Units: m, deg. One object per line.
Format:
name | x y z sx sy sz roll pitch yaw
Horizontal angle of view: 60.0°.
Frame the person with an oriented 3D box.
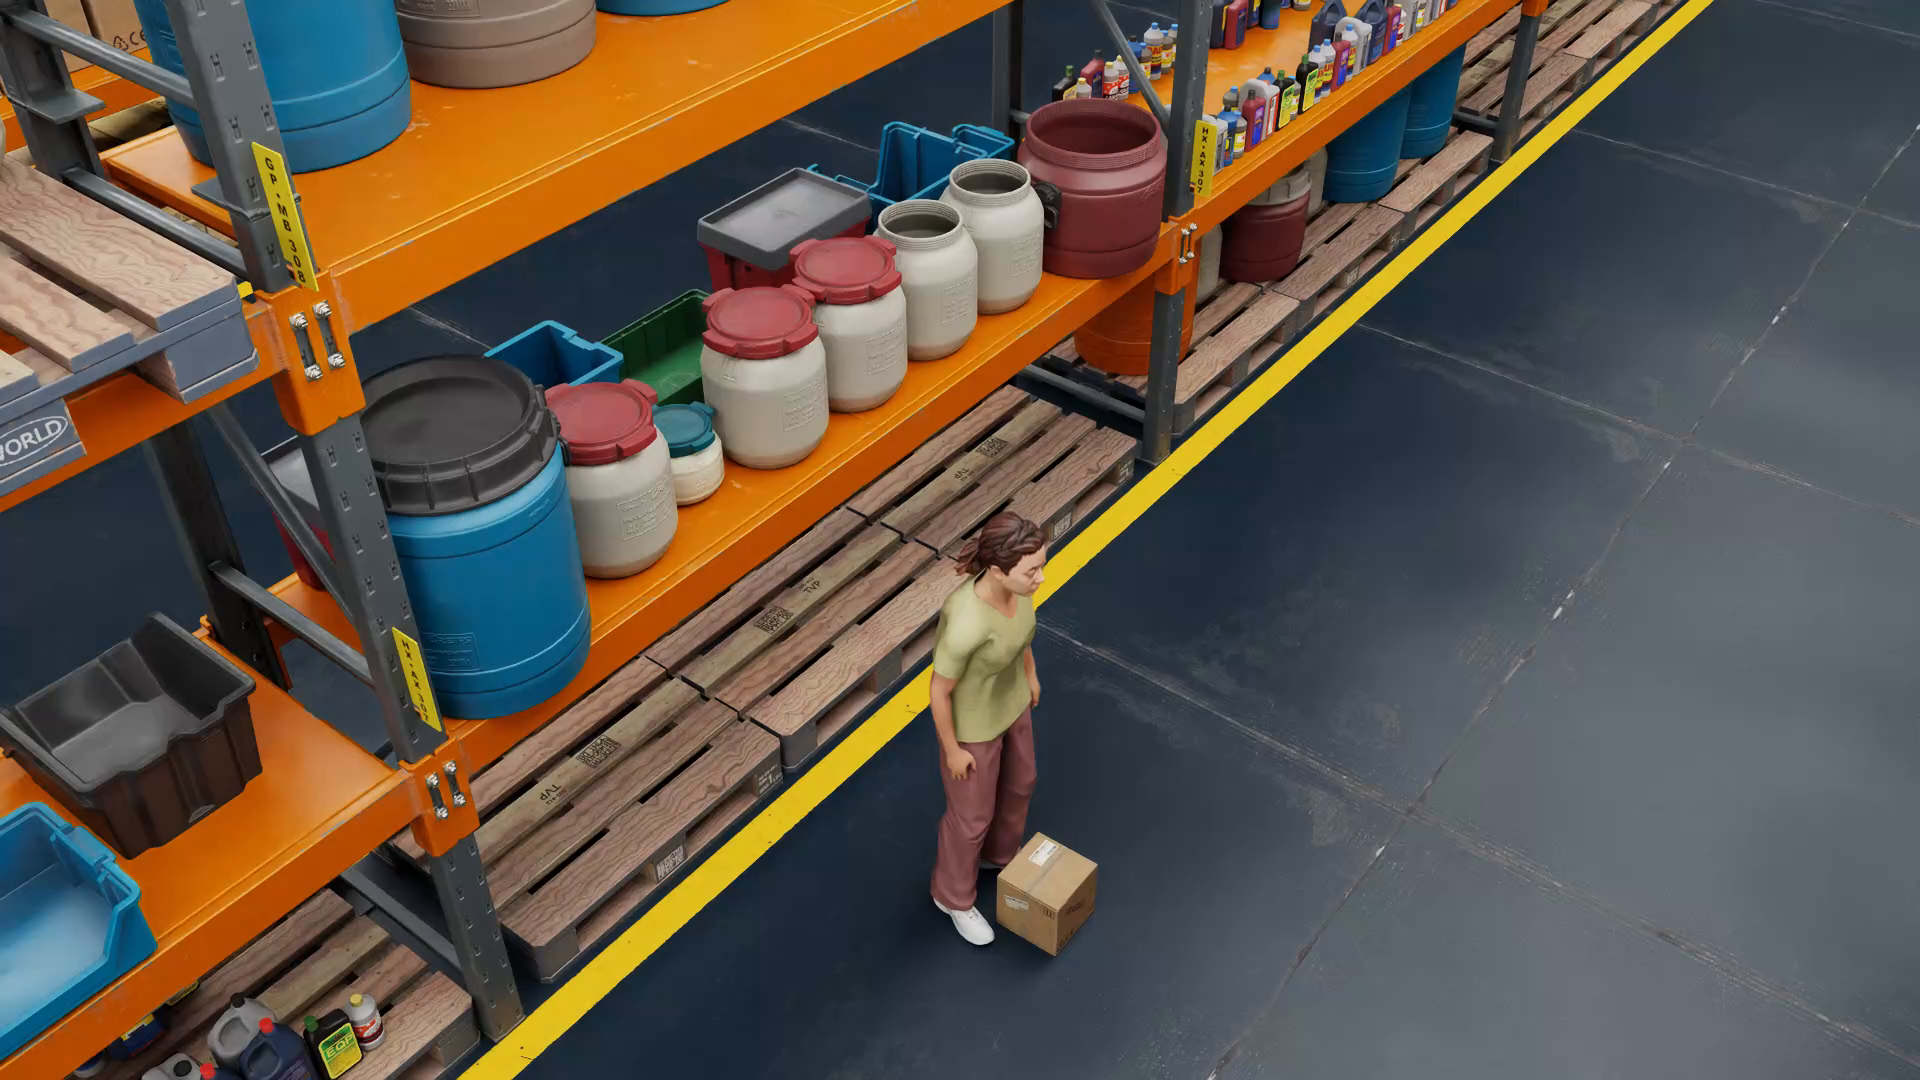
person | 0.103 0.581 5.438 0.354 1.673 0.514 24 45 27
